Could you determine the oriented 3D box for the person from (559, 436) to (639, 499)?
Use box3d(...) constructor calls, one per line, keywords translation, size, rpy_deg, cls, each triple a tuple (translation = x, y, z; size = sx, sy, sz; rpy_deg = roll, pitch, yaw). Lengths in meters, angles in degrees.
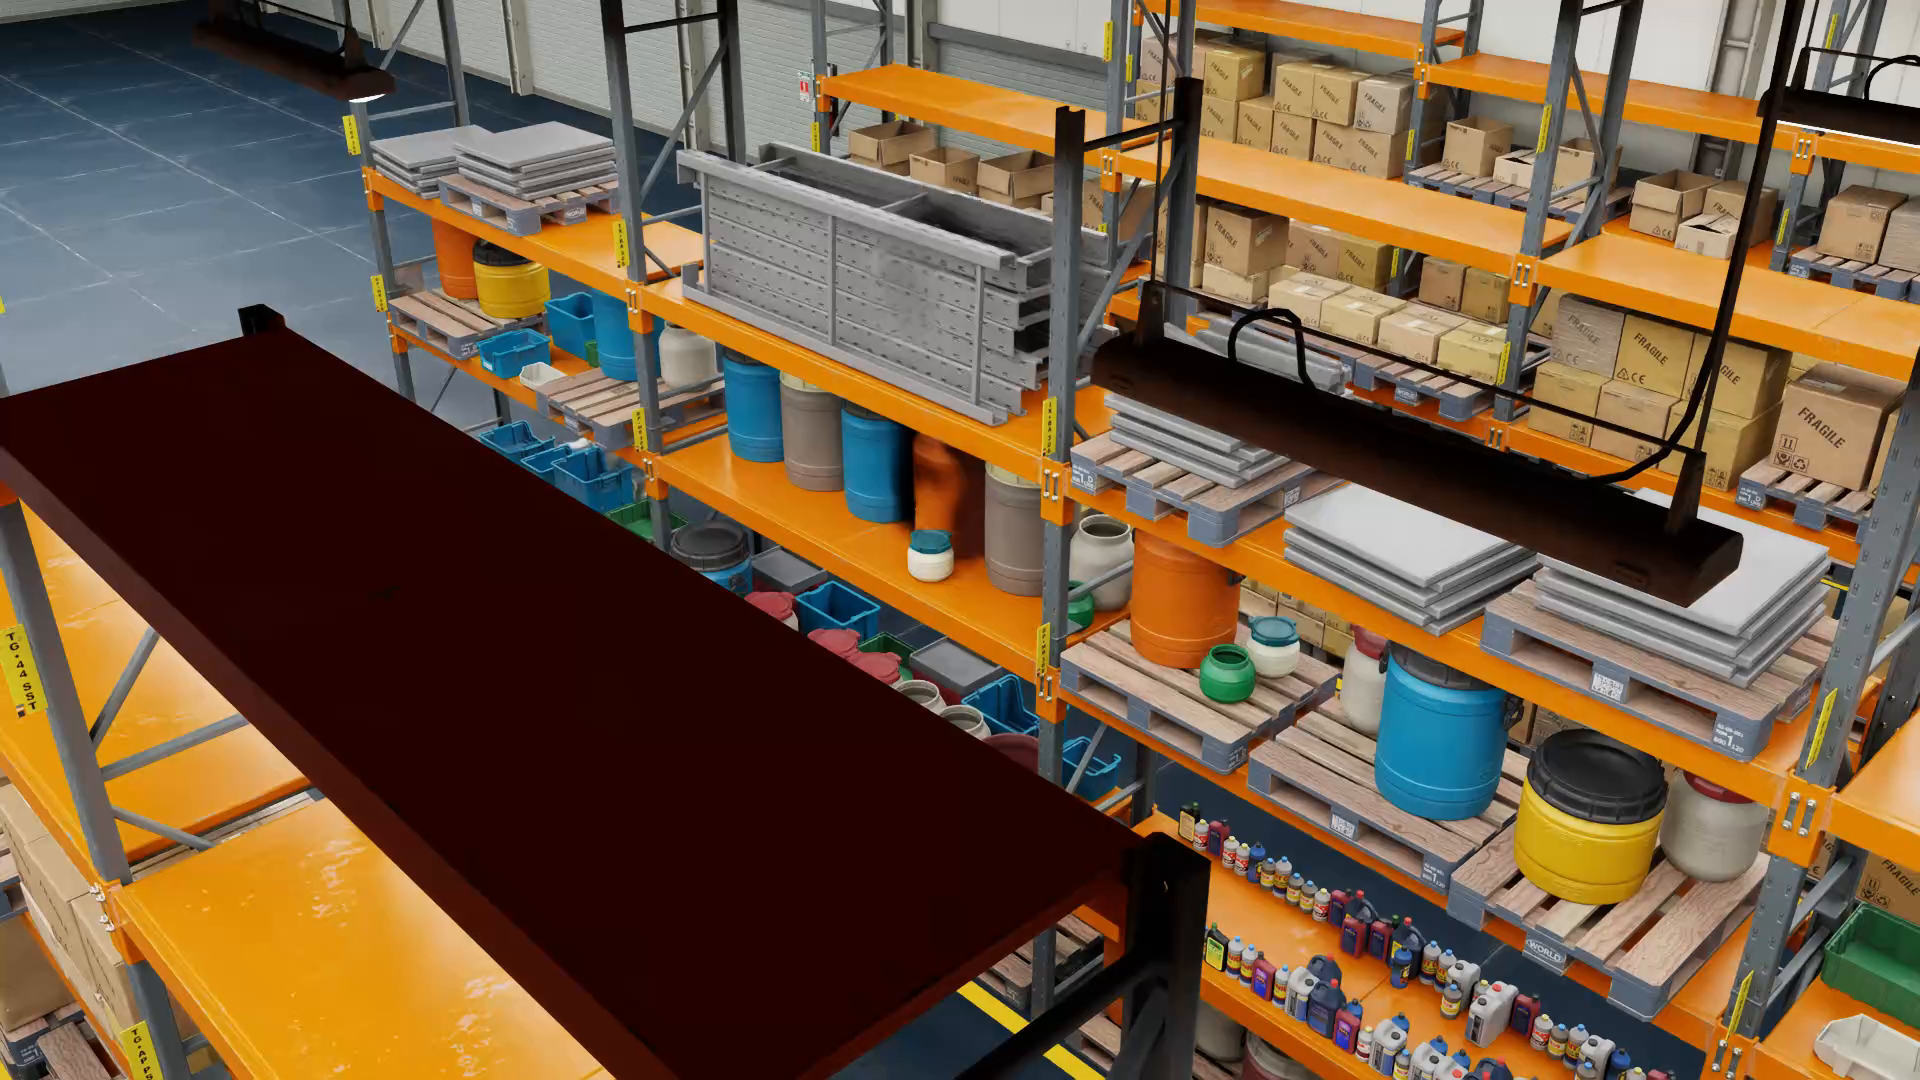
box3d(translation=(-3.714, -0.931, 17.048), size=(0.760, 1.491, 0.638), rpy_deg=(-5, 29, -9), cls="person")
